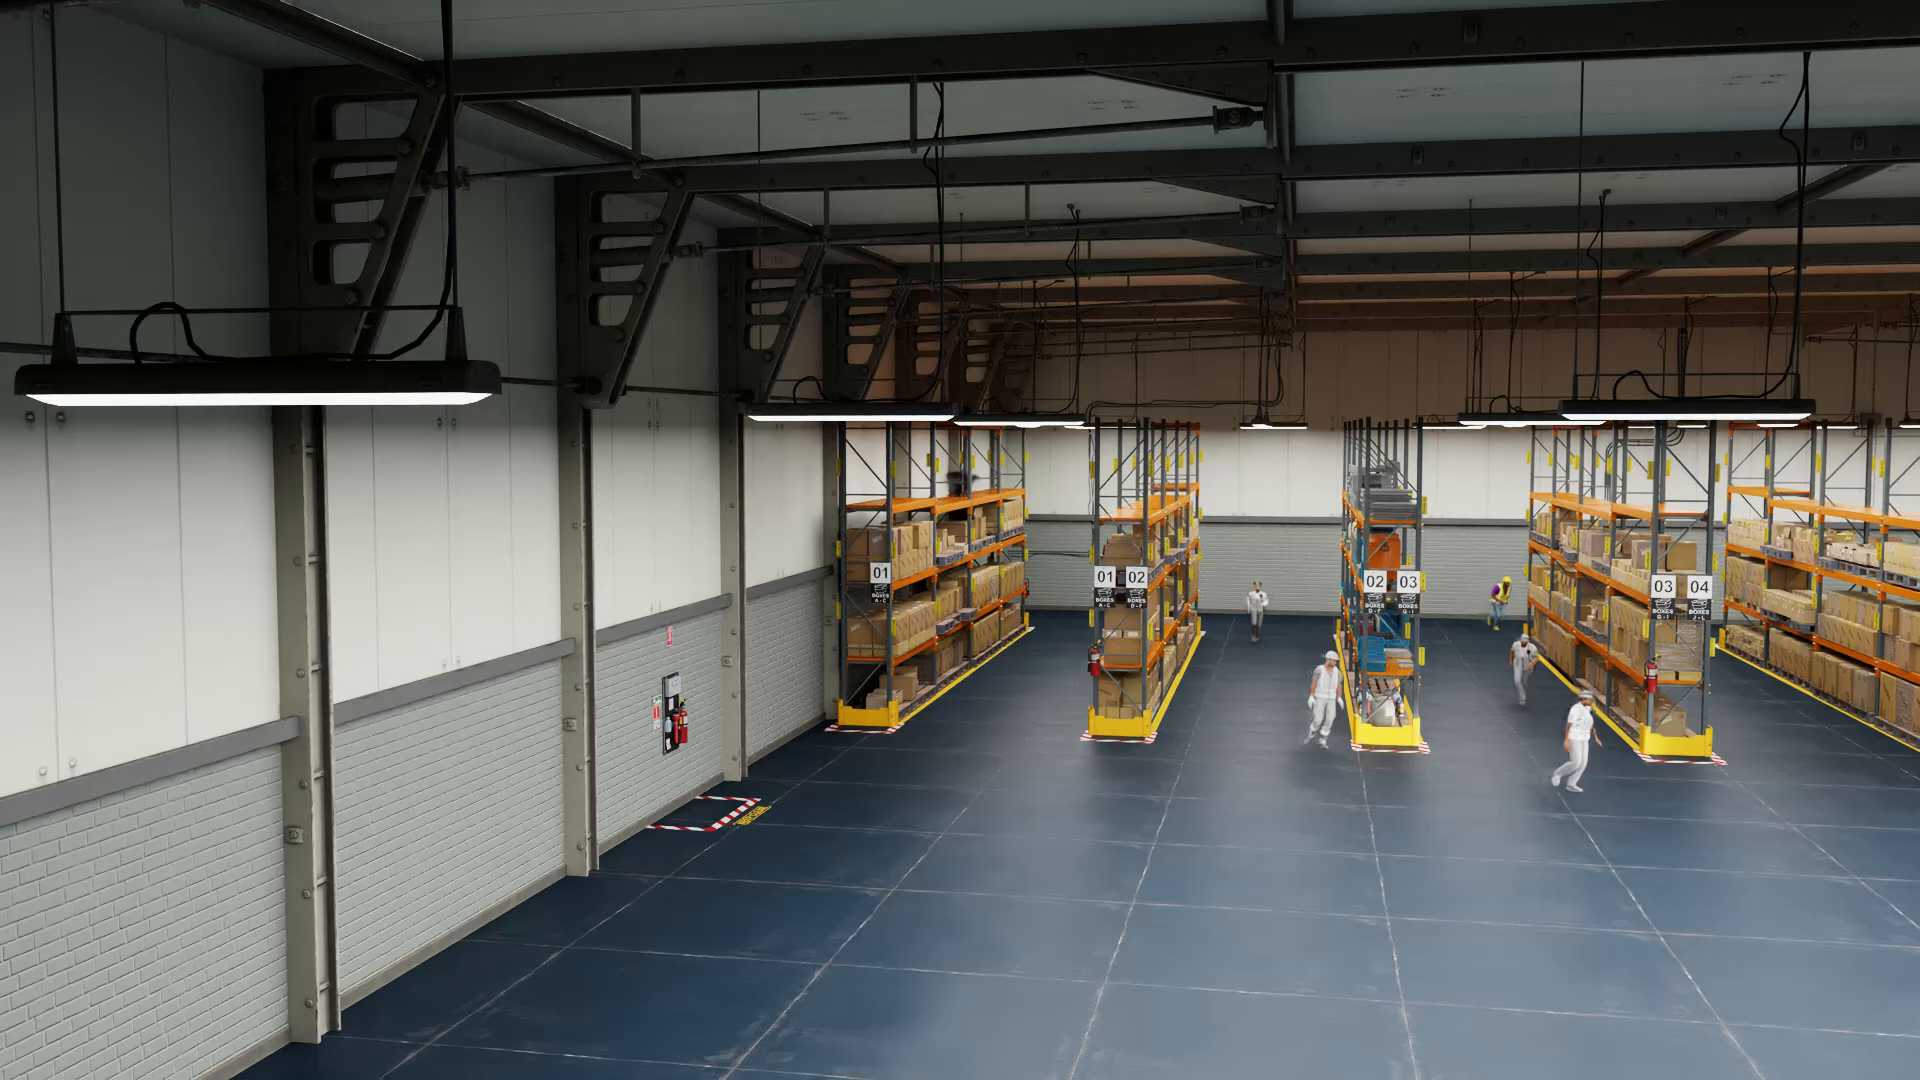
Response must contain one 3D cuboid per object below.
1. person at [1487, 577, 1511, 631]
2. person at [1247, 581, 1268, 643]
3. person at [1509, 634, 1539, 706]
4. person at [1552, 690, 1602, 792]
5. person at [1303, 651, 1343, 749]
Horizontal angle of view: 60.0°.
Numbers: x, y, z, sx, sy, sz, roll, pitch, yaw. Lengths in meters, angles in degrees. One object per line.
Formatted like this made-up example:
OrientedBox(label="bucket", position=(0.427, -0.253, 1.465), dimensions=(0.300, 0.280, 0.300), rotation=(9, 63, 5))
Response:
OrientedBox(label="person", position=(15.552, 1.825, 47.902), dimensions=(0.721, 1.584, 0.924), rotation=(-2, 4, -26))
OrientedBox(label="person", position=(8.078, 1.950, 45.143), dimensions=(0.575, 1.672, 0.653), rotation=(0, 4, 7))
OrientedBox(label="person", position=(11.874, 2.690, 35.022), dimensions=(0.604, 1.531, 1.035), rotation=(1, 4, 19))
OrientedBox(label="person", position=(9.800, 3.187, 26.464), dimensions=(0.651, 1.624, 0.565), rotation=(-2, 4, -33))
OrientedBox(label="person", position=(6.554, 2.871, 29.962), dimensions=(0.678, 1.766, 0.492), rotation=(-1, 4, -12))
